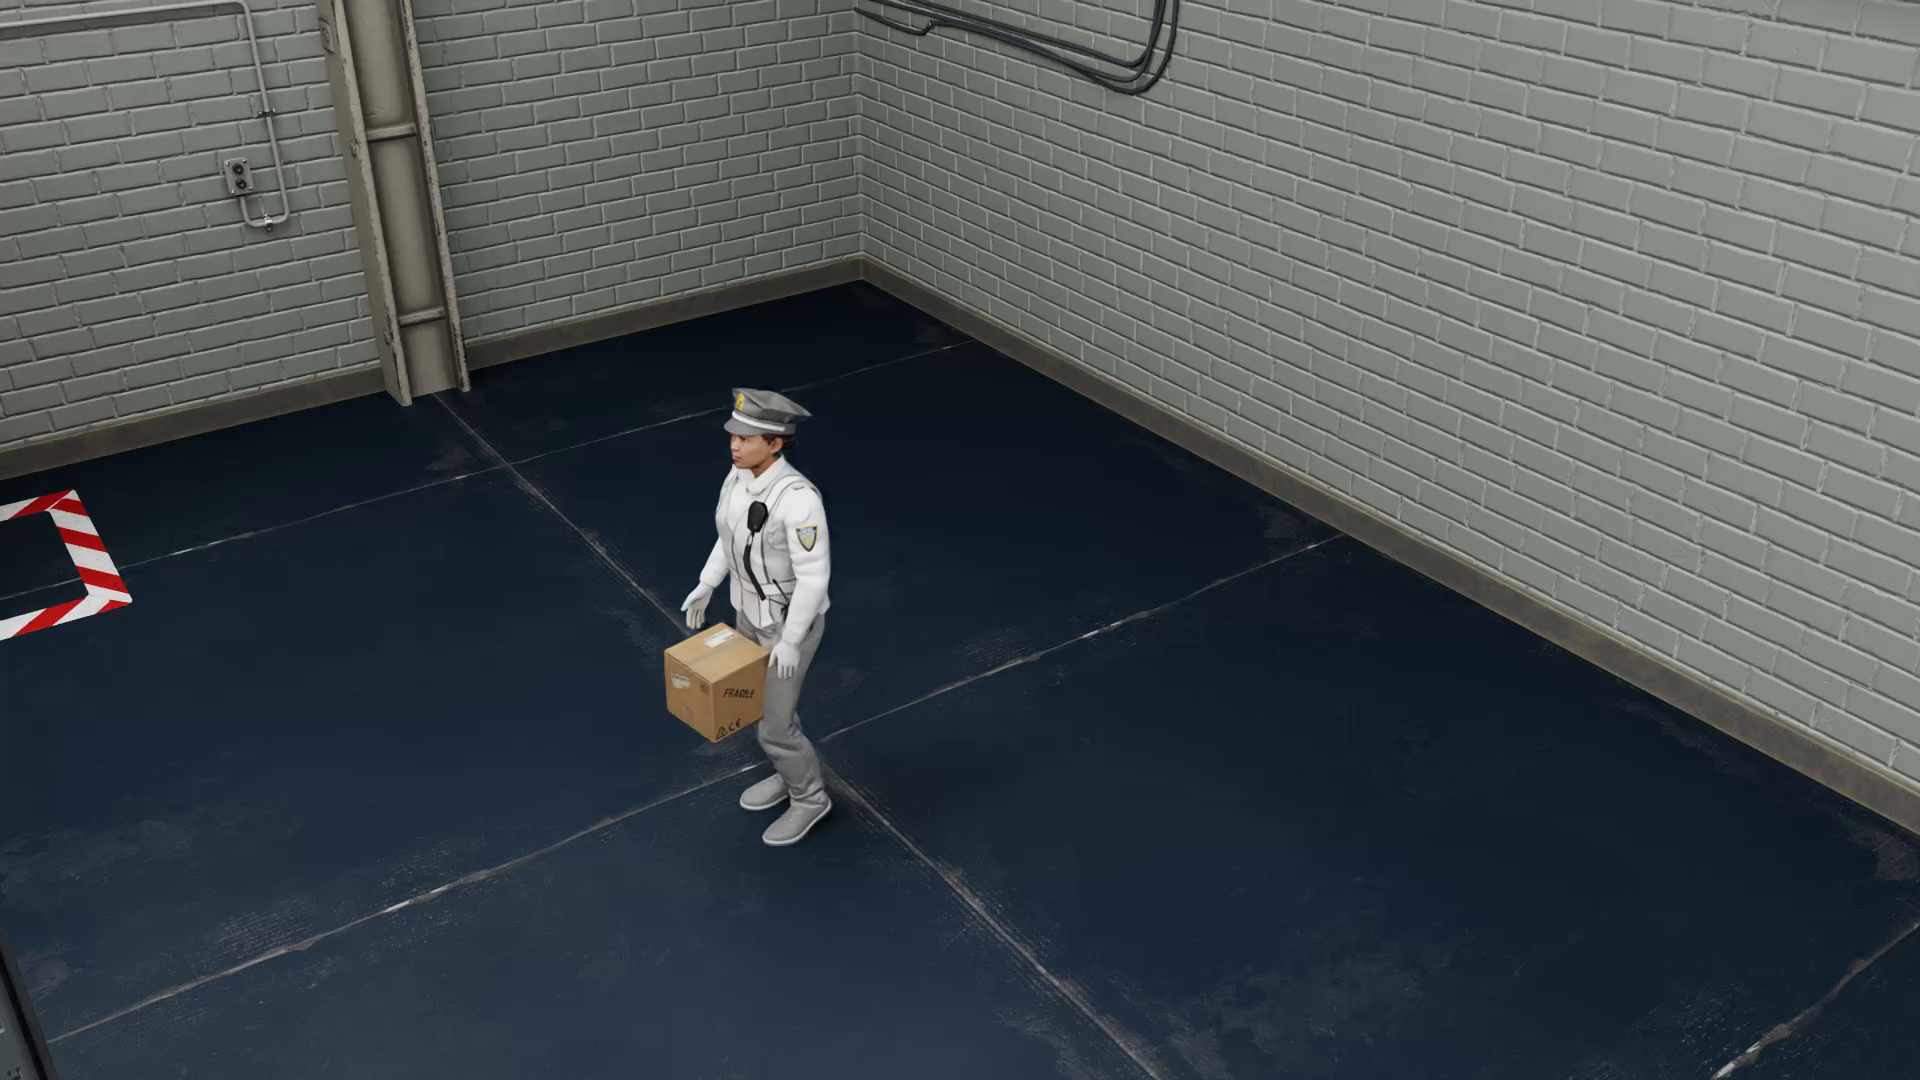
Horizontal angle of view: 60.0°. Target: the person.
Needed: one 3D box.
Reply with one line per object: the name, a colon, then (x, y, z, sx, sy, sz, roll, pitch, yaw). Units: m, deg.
person: (-0.659, 0.269, 5.609, 0.425, 1.688, 0.578, -18, 33, -29)
